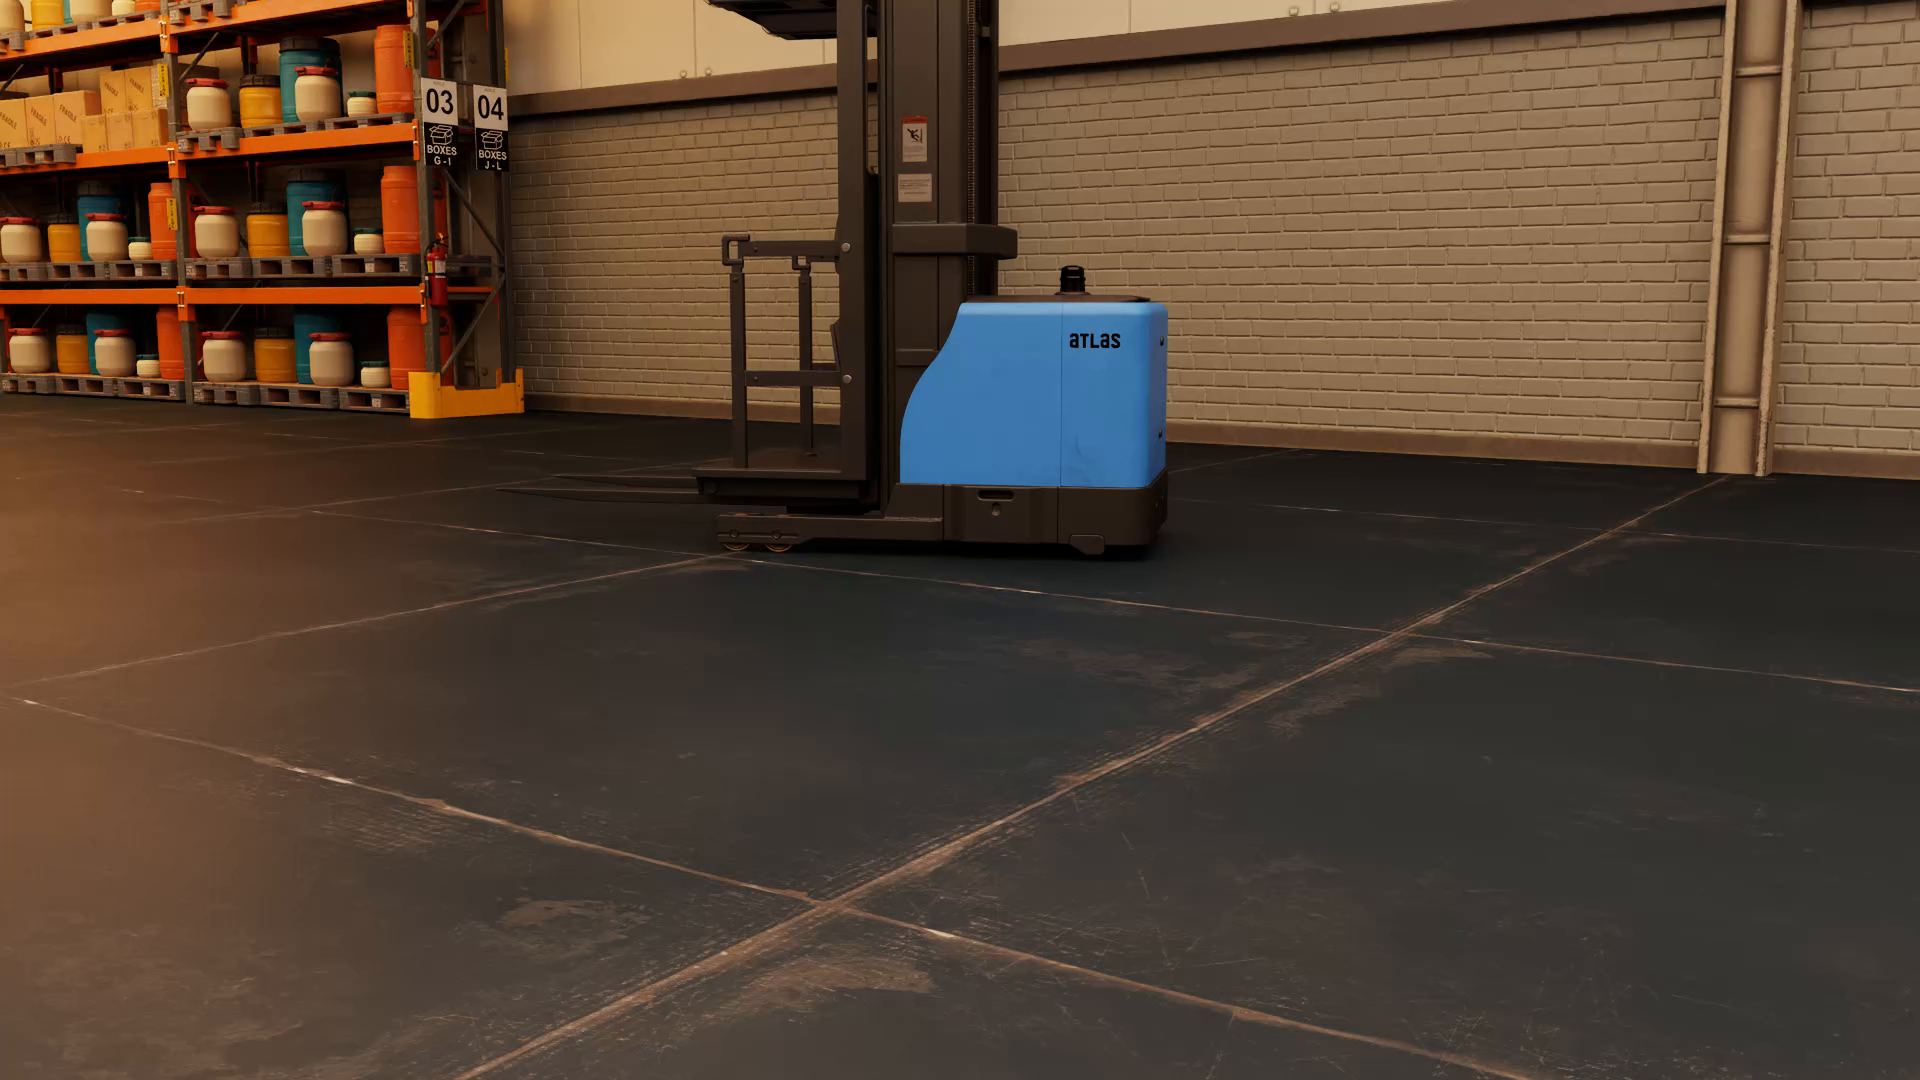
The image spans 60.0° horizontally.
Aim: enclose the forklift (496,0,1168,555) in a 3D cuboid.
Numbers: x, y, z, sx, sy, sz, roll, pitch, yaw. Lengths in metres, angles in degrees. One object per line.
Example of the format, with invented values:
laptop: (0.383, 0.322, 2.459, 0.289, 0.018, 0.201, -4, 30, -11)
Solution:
forklift: (-0.596, -1.469, 7.520, 3.031, 2.935, 1.130, 2, 8, 12)
